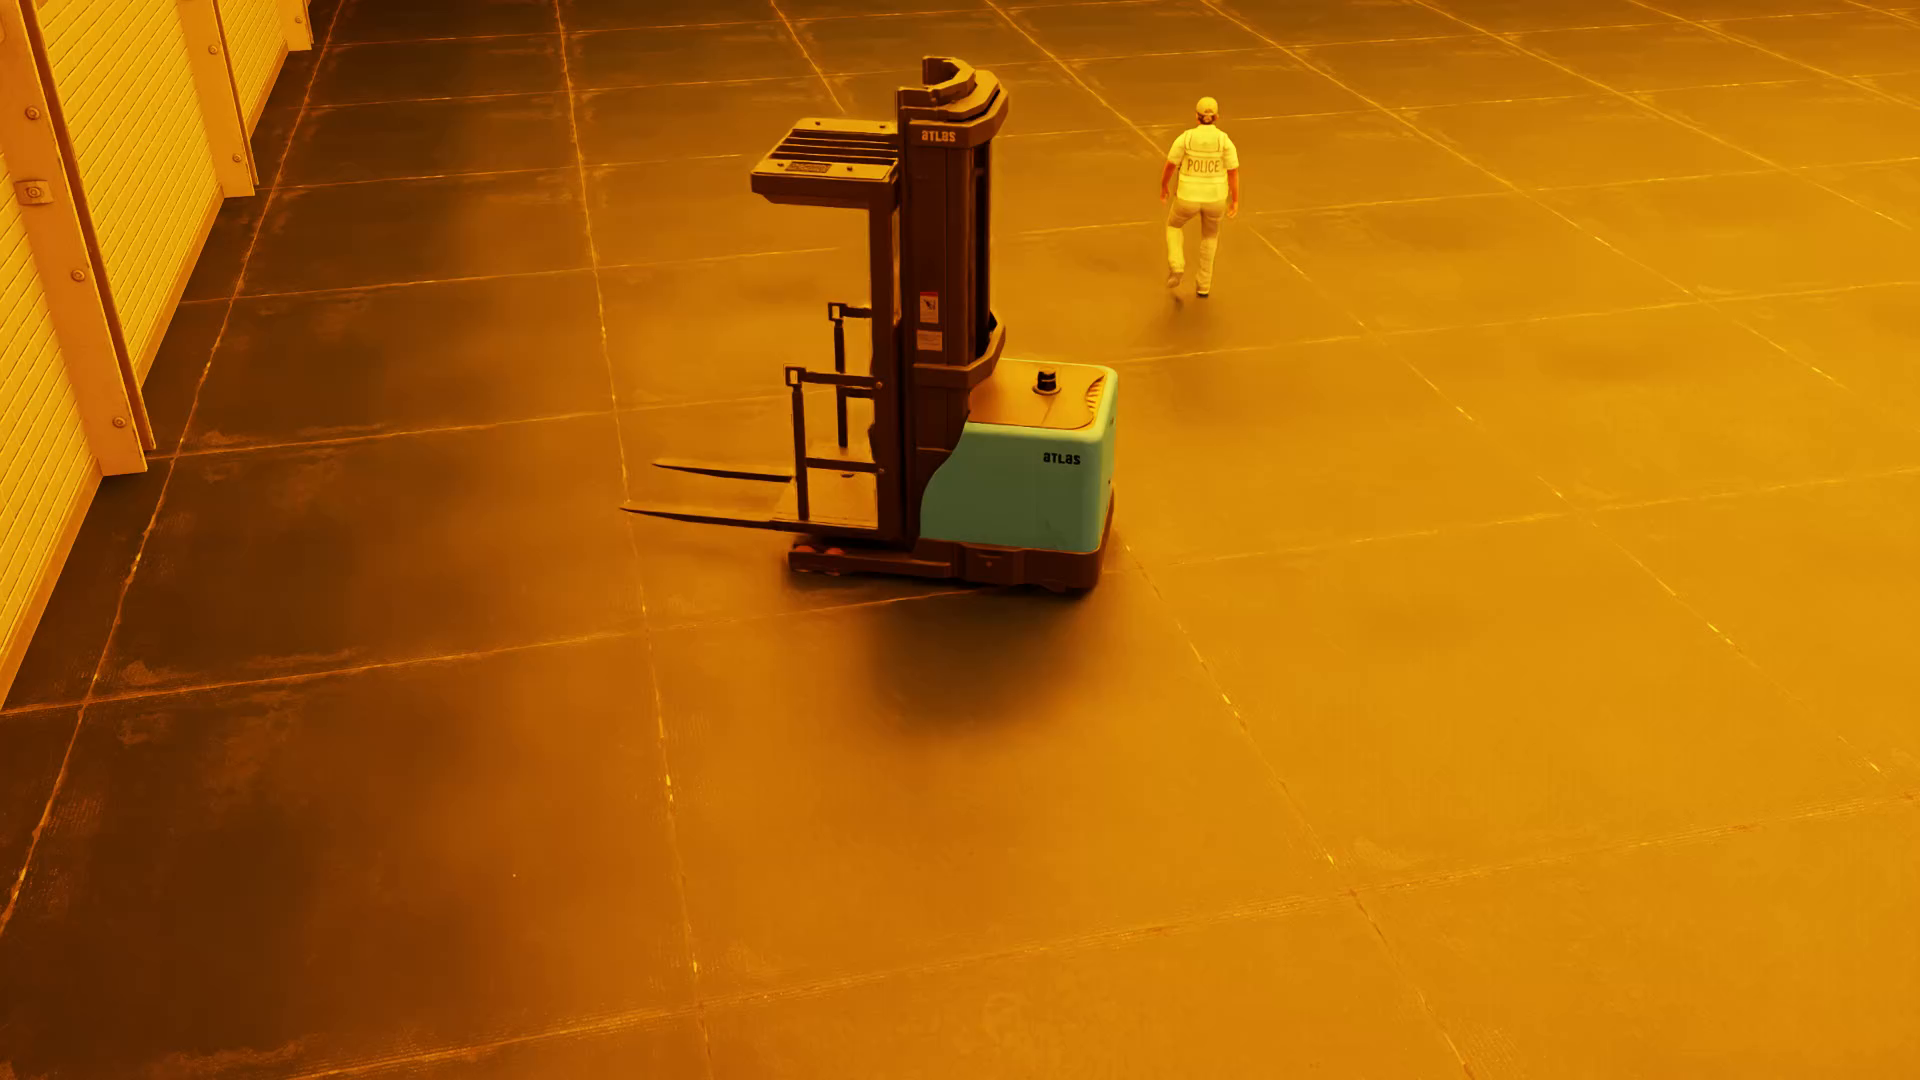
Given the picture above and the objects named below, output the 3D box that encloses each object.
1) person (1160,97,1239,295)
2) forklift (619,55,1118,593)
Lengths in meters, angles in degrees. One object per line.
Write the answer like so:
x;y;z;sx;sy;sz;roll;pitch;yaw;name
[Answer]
1.980;-2.849;13.785;0.636;1.645;0.463;2;30;4;person
-0.589;-1.304;9.827;3.031;2.935;1.130;5;30;9;forklift
